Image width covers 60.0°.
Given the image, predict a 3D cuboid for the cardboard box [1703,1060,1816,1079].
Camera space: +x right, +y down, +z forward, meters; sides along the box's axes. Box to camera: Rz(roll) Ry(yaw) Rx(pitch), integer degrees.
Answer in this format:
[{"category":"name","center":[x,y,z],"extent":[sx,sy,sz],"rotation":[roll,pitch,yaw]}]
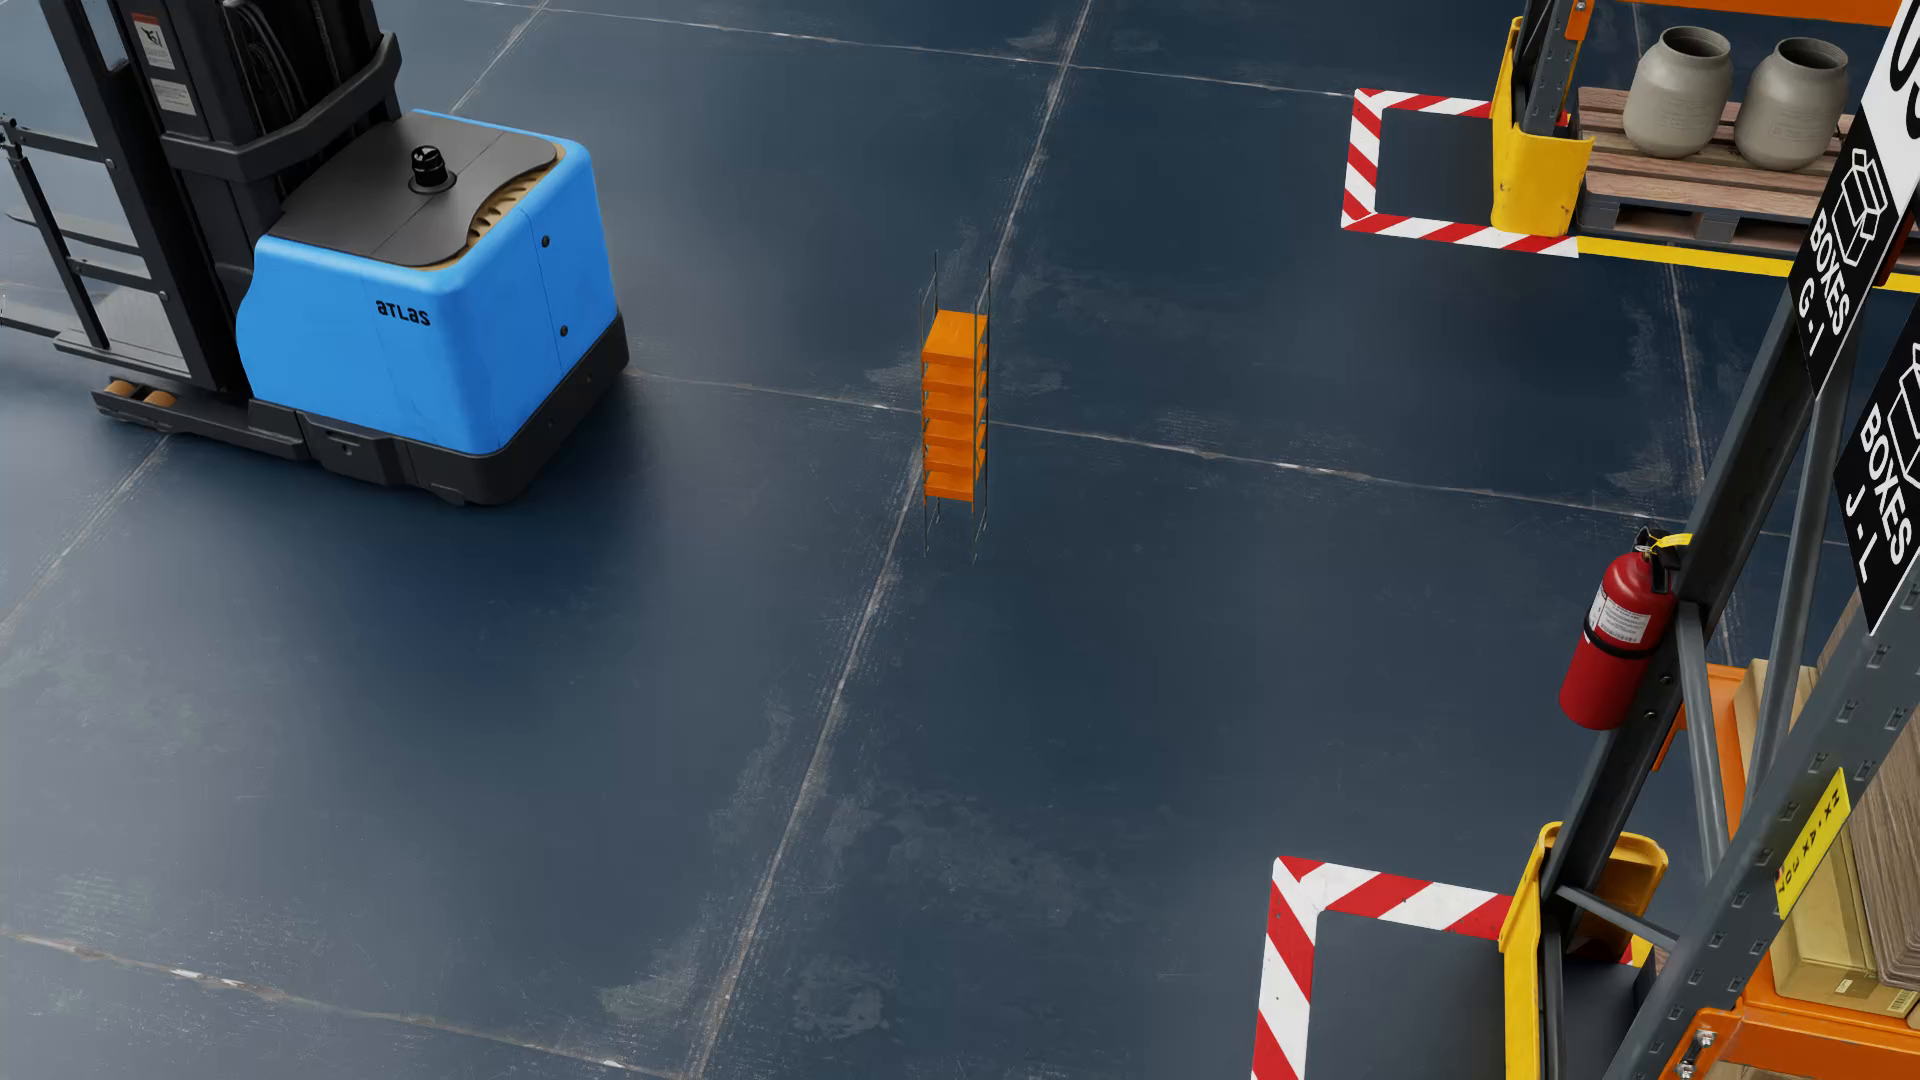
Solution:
[{"category":"cardboard box","center":[2.212,1.333,4.202],"extent":[0.500,0.500,0.500],"rotation":[17,46,17]}]

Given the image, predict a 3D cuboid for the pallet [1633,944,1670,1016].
[{"category":"pallet","center":[2.465,1.640,4.393],"extent":[1.213,0.211,1.003],"rotation":[9,45,9]}]

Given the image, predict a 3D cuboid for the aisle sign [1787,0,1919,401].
[{"category":"aisle sign","center":[1.611,-0.672,2.910],"extent":[0.004,0.787,0.394],"rotation":[9,45,9]}]

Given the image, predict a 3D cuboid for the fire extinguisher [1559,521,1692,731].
[{"category":"fire extinguisher","center":[1.595,0.176,3.960],"extent":[0.183,0.674,0.296],"rotation":[9,45,9]}]

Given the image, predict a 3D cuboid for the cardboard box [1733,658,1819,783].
[{"category":"cardboard box","center":[1.929,0.471,3.778],"extent":[0.250,0.149,0.380],"rotation":[9,45,9]}]

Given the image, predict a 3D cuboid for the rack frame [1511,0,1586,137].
[{"category":"rack frame","center":[2.688,-2.875,7.073],"extent":[0.127,3.000,1.000],"rotation":[9,45,9]}]

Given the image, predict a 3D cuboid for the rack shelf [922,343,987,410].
[{"category":"rack shelf","center":[-0.014,-0.575,5.701],"extent":[0.180,0.103,0.258],"rotation":[9,45,9]}]

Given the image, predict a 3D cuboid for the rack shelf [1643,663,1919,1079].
[{"category":"rack shelf","center":[3.558,1.039,3.526],"extent":[4.000,0.370,1.077],"rotation":[9,45,9]}]

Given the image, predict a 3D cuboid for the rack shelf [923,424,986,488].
[{"category":"rack shelf","center":[-0.014,-0.316,5.950],"extent":[0.180,0.103,0.258],"rotation":[9,45,9]}]

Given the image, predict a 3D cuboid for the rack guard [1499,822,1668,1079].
[{"category":"rack guard","center":[1.680,1.389,4.446],"extent":[0.348,0.500,1.175],"rotation":[9,45,9]}]

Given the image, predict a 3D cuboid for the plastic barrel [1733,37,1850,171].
[{"category":"plastic barrel","center":[3.836,-2.006,7.662],"extent":[0.421,0.512,0.421],"rotation":[0,44,0]}]

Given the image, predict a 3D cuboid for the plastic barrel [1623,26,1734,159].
[{"category":"plastic barrel","center":[3.347,-2.082,7.741],"extent":[0.421,0.512,0.421],"rotation":[0,44,0]}]

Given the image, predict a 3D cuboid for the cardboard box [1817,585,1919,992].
[{"category":"cardboard box","center":[2.137,0.436,3.347],"extent":[0.500,0.500,0.875],"rotation":[9,45,9]}]

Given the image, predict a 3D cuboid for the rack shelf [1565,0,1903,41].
[{"category":"rack shelf","center":[4.639,-2.313,7.008],"extent":[4.000,0.370,1.077],"rotation":[9,45,9]}]

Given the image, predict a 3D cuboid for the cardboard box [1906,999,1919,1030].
[{"category":"cardboard box","center":[2.072,0.823,3.413],"extent":[0.250,0.149,0.380],"rotation":[9,45,9]}]

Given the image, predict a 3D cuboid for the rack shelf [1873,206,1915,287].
[{"category":"rack shelf","center":[3.558,-0.041,2.486],"extent":[4.000,0.370,1.077],"rotation":[9,45,9]}]

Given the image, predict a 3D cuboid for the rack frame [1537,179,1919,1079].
[{"category":"rack frame","center":[1.606,0.477,3.591],"extent":[0.127,3.000,1.000],"rotation":[9,45,9]}]

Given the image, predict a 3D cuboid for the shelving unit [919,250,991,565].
[{"category":"shelving unit","center":[-0.014,-0.434,5.836],"extent":[0.189,1.200,0.258],"rotation":[9,45,9]}]

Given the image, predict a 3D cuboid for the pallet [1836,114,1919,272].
[{"category":"pallet","center":[4.751,-1.577,7.737],"extent":[1.213,0.211,1.003],"rotation":[9,45,9]}]

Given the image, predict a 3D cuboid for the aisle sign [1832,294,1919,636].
[{"category":"aisle sign","center":[1.480,-0.266,2.488],"extent":[0.004,0.787,0.394],"rotation":[9,45,9]}]

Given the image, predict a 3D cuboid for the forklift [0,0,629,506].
[{"category":"forklift","center":[-2.949,-1.818,6.025],"extent":[3.031,2.935,1.130],"rotation":[14,46,14]}]

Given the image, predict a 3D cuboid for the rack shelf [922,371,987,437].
[{"category":"rack shelf","center":[-0.014,-0.489,5.784],"extent":[0.180,0.103,0.258],"rotation":[9,45,9]}]

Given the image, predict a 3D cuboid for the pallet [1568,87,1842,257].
[{"category":"pallet","center":[3.564,-1.764,7.930],"extent":[1.213,0.211,1.003],"rotation":[9,45,9]}]

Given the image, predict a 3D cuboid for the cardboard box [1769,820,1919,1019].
[{"category":"cardboard box","center":[1.832,0.772,3.466],"extent":[0.250,0.149,0.380],"rotation":[9,45,9]}]

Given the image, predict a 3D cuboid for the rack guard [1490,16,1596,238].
[{"category":"rack guard","center":[2.772,-1.994,7.961],"extent":[0.348,0.500,1.175],"rotation":[9,45,9]}]

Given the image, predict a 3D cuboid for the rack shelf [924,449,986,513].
[{"category":"rack shelf","center":[-0.014,-0.230,6.033],"extent":[0.180,0.103,0.258],"rotation":[9,45,9]}]

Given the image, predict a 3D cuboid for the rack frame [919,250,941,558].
[{"category":"rack frame","center":[-0.103,-0.448,5.851],"extent":[0.006,1.200,0.240],"rotation":[9,45,9]}]

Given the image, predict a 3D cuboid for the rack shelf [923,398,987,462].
[{"category":"rack shelf","center":[-0.014,-0.402,5.867],"extent":[0.180,0.103,0.258],"rotation":[9,45,9]}]

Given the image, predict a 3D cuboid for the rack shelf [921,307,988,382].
[{"category":"rack shelf","center":[-0.014,-0.662,5.617],"extent":[0.180,0.103,0.258],"rotation":[9,45,9]}]

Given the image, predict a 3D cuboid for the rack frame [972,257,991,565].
[{"category":"rack frame","center":[0.075,-0.421,5.822],"extent":[0.006,1.200,0.240],"rotation":[9,45,9]}]

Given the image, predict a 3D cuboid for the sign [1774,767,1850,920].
[{"category":"sign","center":[1.488,0.533,2.909],"extent":[0.005,0.325,0.100],"rotation":[9,45,9]}]
